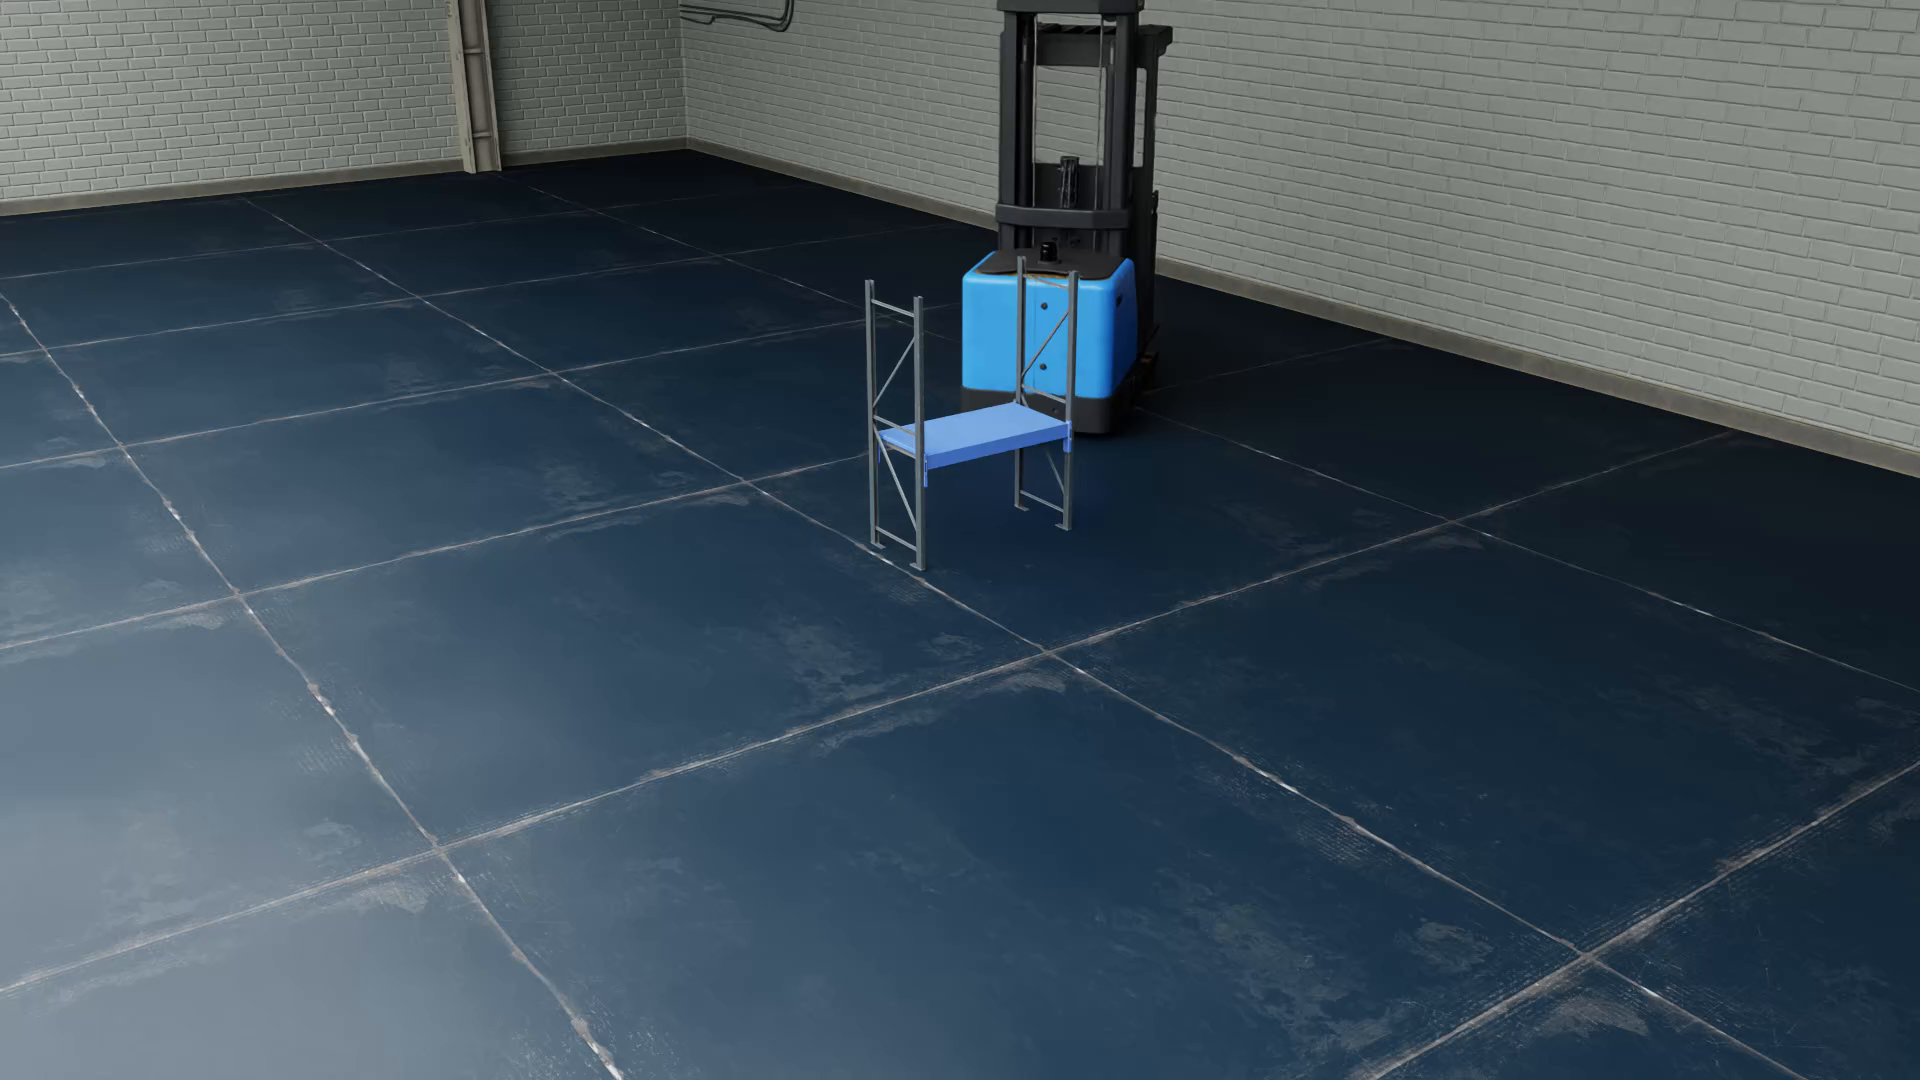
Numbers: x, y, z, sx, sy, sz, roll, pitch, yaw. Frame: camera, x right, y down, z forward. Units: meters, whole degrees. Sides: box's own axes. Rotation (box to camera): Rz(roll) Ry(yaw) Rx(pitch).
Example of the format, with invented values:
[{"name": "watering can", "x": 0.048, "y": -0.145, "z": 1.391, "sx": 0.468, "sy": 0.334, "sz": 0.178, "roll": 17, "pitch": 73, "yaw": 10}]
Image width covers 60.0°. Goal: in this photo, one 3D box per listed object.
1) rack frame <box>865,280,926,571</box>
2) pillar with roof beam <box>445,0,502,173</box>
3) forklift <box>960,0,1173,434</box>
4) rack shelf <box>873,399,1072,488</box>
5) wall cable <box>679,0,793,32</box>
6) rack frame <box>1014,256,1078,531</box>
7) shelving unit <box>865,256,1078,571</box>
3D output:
[{"name": "rack frame", "x": -0.343, "y": -0.605, "z": 8.889, "sx": 0.032, "sy": 1.500, "sz": 0.500, "roll": -15, "pitch": 26, "yaw": -33}, {"name": "pillar with roof beam", "x": -3.574, "y": -7.599, "z": 16.298, "sx": 0.400, "sy": 9.000, "sz": 9.100, "roll": -15, "pitch": 26, "yaw": -33}, {"name": "forklift", "x": 0.874, "y": -2.578, "z": 11.902, "sx": 1.130, "sy": 2.935, "sz": 3.031, "roll": 6, "pitch": 22, "yaw": 14}, {"name": "rack shelf", "x": 0.069, "y": -0.548, "z": 9.231, "sx": 1.000, "sy": 0.185, "sz": 0.538, "roll": -15, "pitch": 26, "yaw": -33}, {"name": "wall cable", "x": -2.924, "y": -7.692, "z": 20.721, "sx": 0.112, "sy": 2.526, "sz": 3.097, "roll": -15, "pitch": 26, "yaw": -33}, {"name": "rack frame", "x": 0.482, "y": -0.825, "z": 9.440, "sx": 0.032, "sy": 1.500, "sz": 0.500, "roll": -15, "pitch": 26, "yaw": -33}, {"name": "shelving unit", "x": 0.069, "y": -0.715, "z": 9.165, "sx": 1.048, "sy": 1.500, "sz": 0.538, "roll": -15, "pitch": 26, "yaw": -33}]
